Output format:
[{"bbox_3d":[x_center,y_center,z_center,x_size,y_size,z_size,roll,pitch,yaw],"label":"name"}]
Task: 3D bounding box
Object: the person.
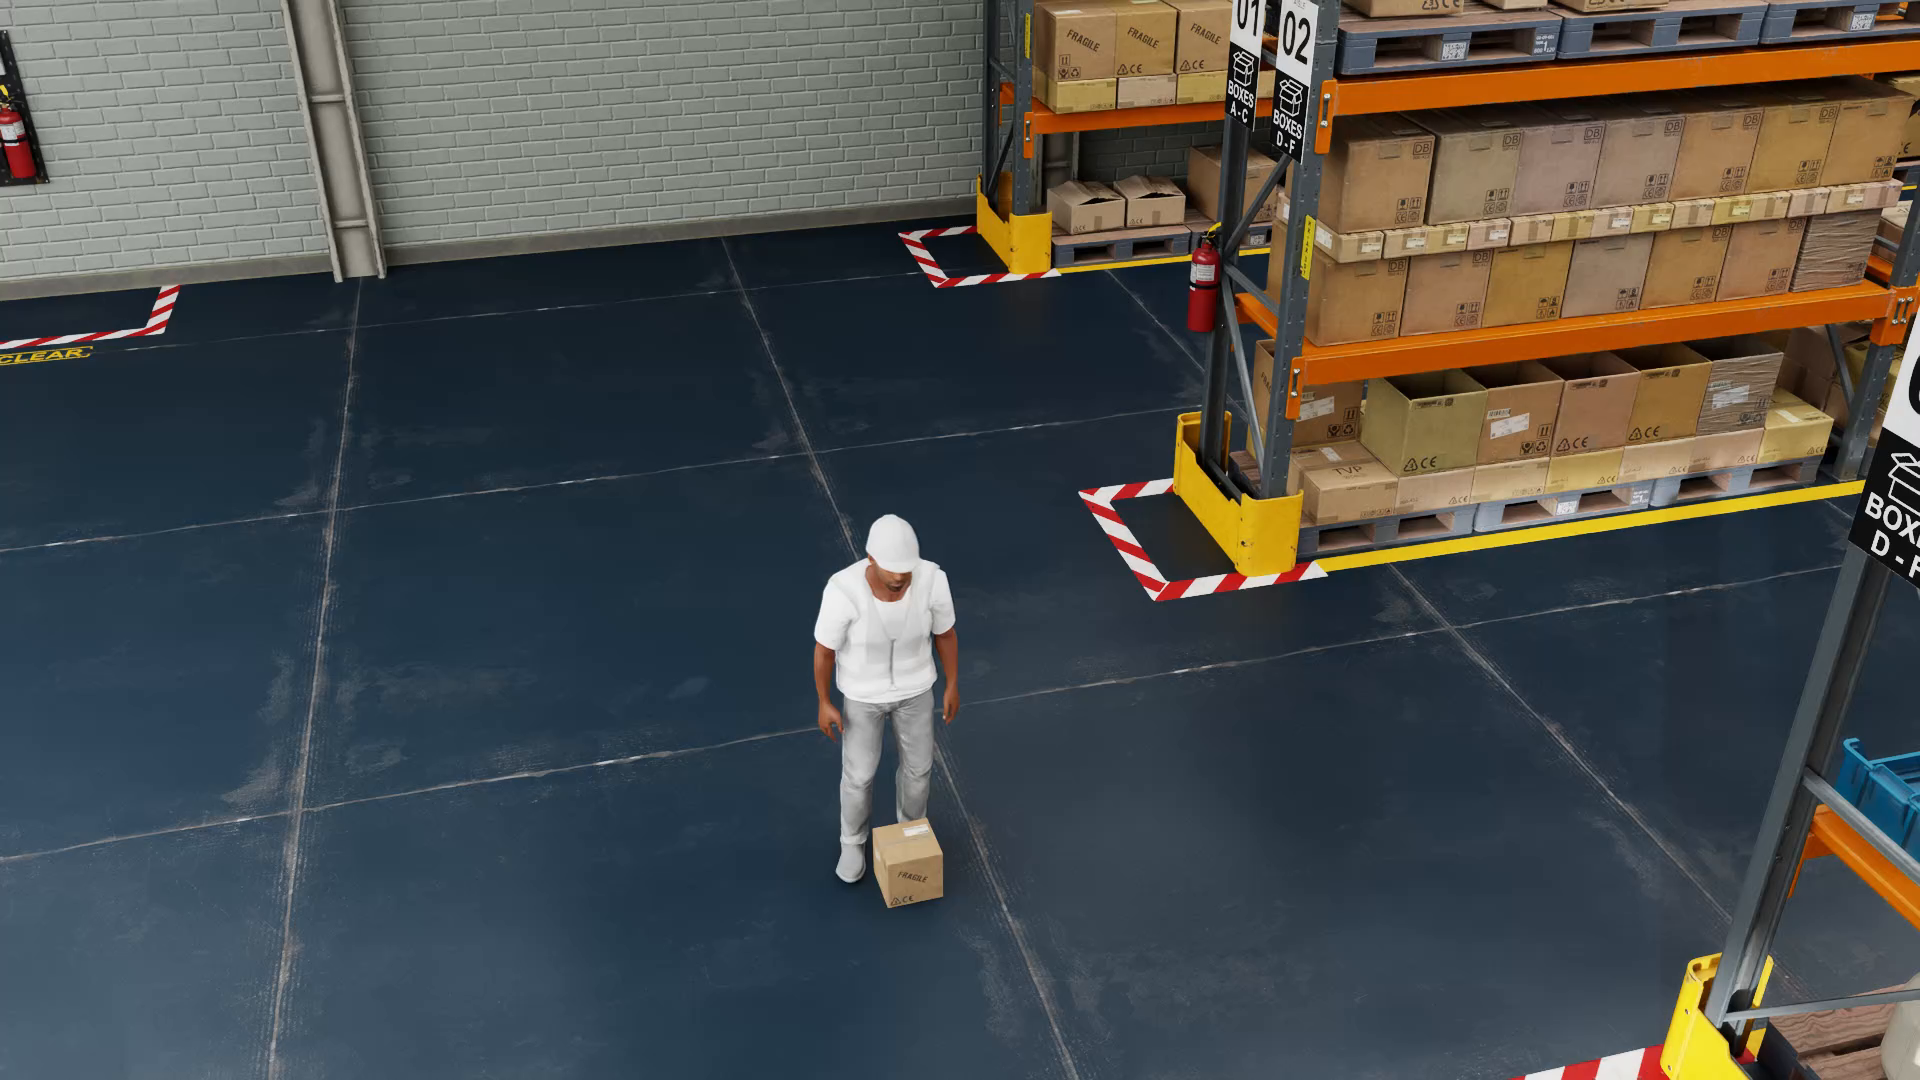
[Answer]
[{"bbox_3d":[-0.305,0.653,7.094,0.628,1.761,0.456,-8,31,-13],"label":"person"}]
